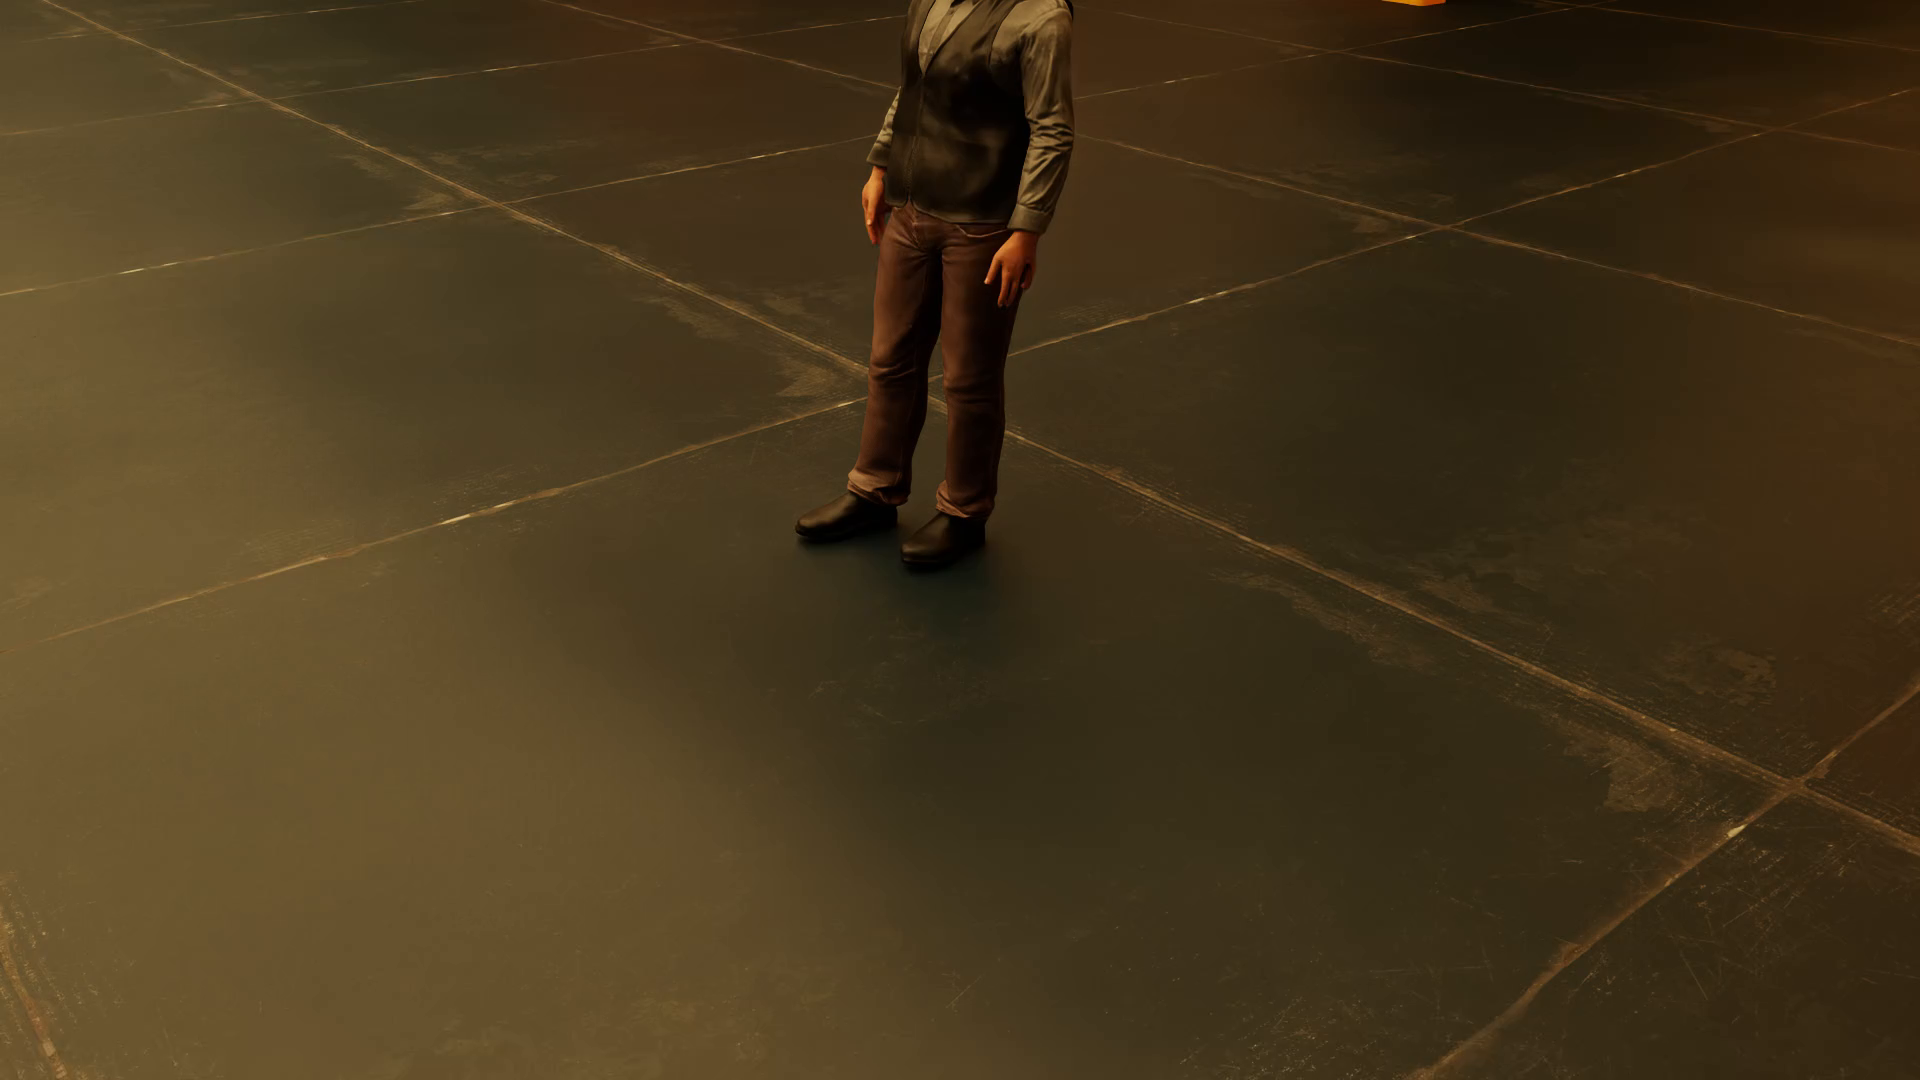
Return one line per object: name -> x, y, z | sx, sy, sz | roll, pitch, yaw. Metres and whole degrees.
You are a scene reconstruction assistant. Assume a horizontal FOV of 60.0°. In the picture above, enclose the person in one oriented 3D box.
person -> -0.053, -0.762, 4.084 | 0.566, 1.722, 0.633 | -20, 33, -35
